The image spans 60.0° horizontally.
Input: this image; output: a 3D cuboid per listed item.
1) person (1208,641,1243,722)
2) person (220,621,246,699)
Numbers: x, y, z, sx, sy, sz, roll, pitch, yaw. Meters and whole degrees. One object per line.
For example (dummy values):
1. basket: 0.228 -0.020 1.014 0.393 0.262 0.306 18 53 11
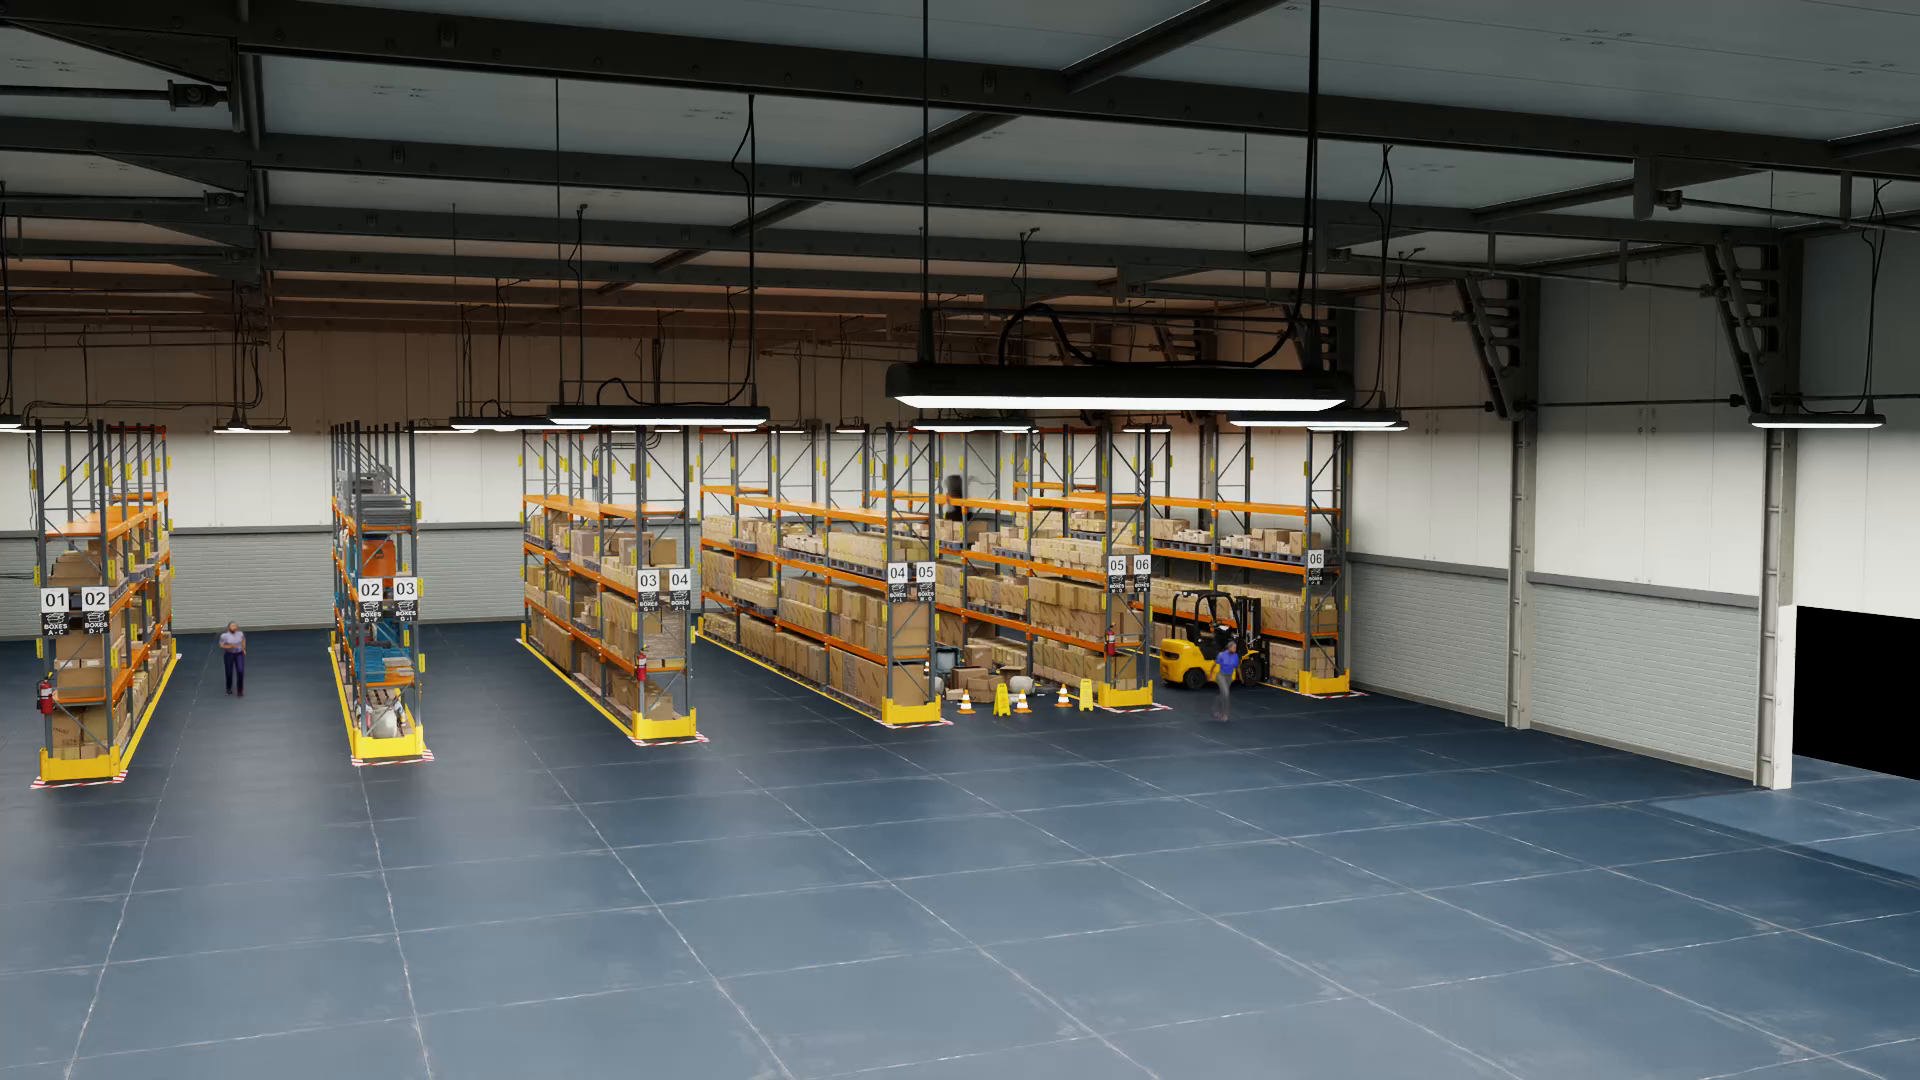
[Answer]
1. person: 5.362 2.826 33.654 0.556 1.595 0.774 -2 4 -27
2. person: -15.961 2.627 36.508 0.550 1.694 0.842 -2 4 -30
